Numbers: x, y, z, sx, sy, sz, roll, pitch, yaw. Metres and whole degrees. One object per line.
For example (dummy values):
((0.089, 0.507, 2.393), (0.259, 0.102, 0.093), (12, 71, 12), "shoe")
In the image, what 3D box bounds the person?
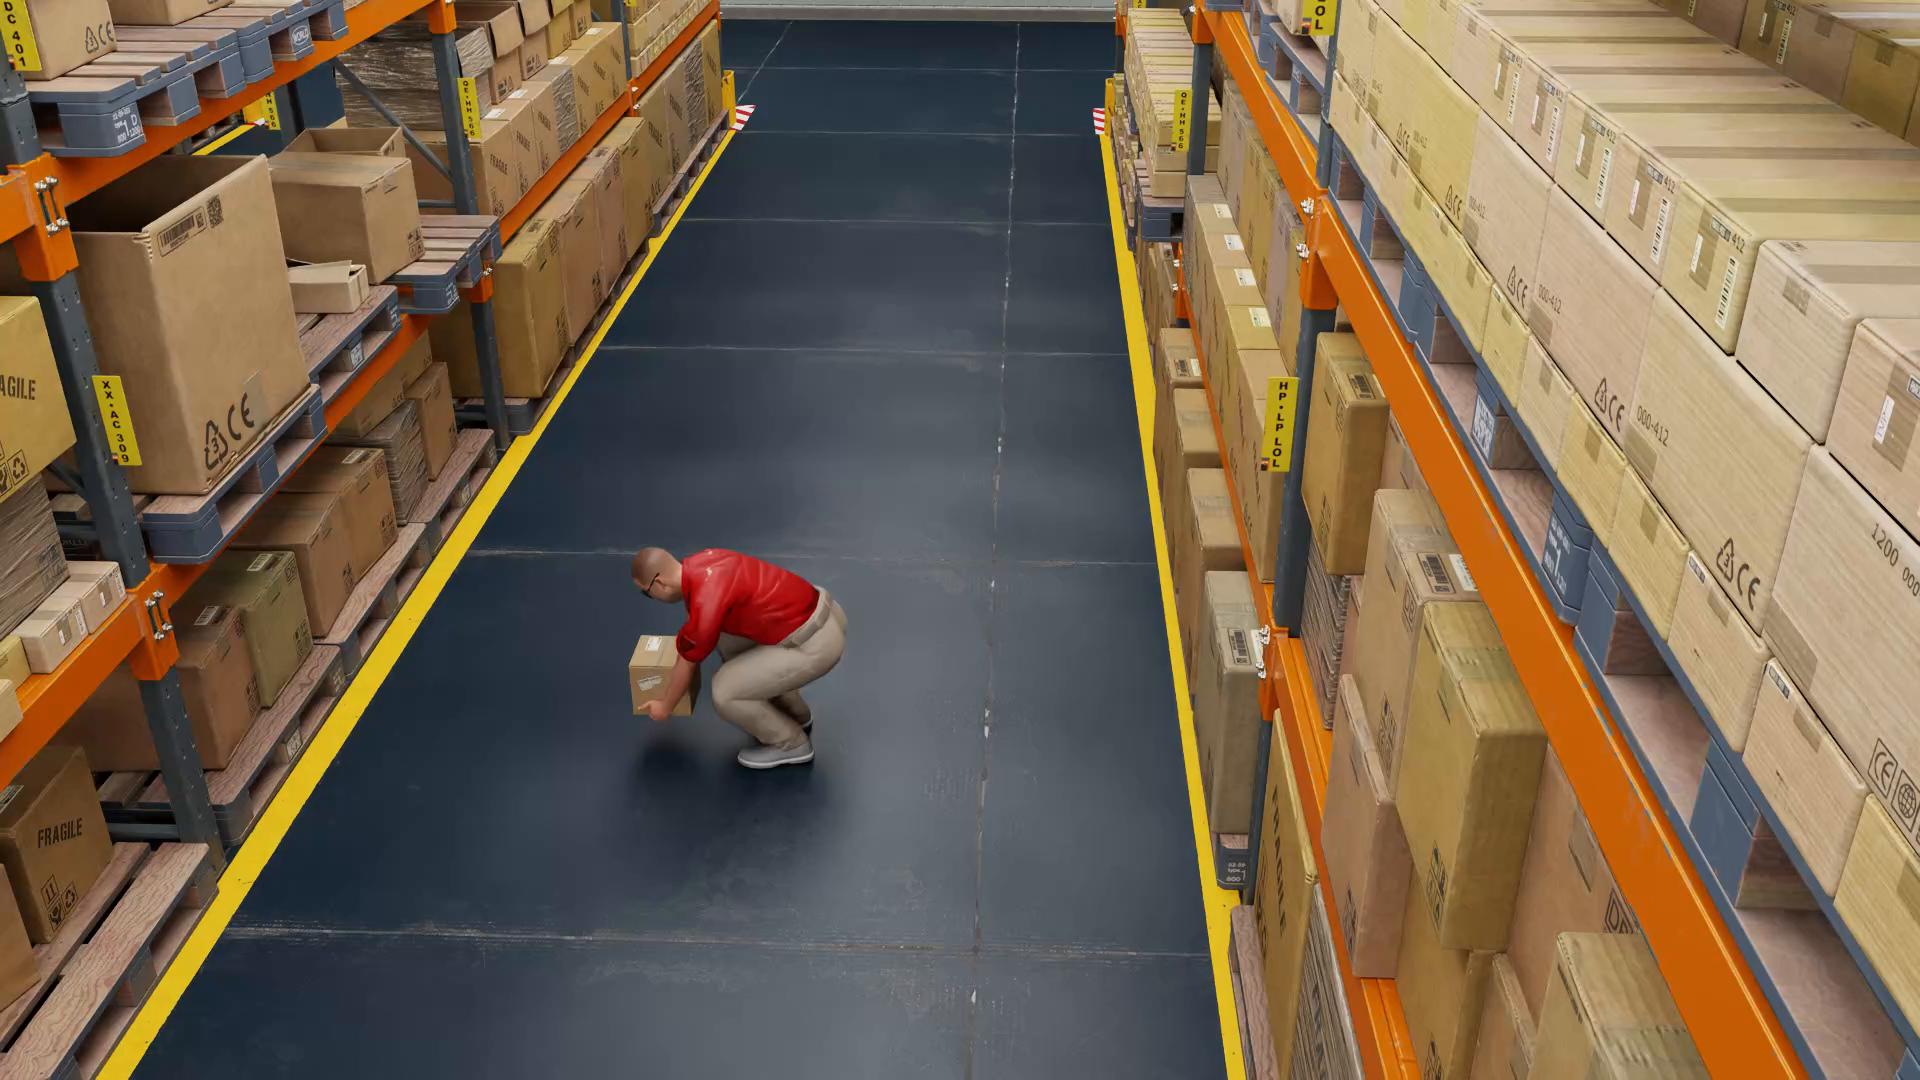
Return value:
((-0.927, 0.458, 7.083), (0.895, 0.982, 0.524), (0, 28, 0), "person")
